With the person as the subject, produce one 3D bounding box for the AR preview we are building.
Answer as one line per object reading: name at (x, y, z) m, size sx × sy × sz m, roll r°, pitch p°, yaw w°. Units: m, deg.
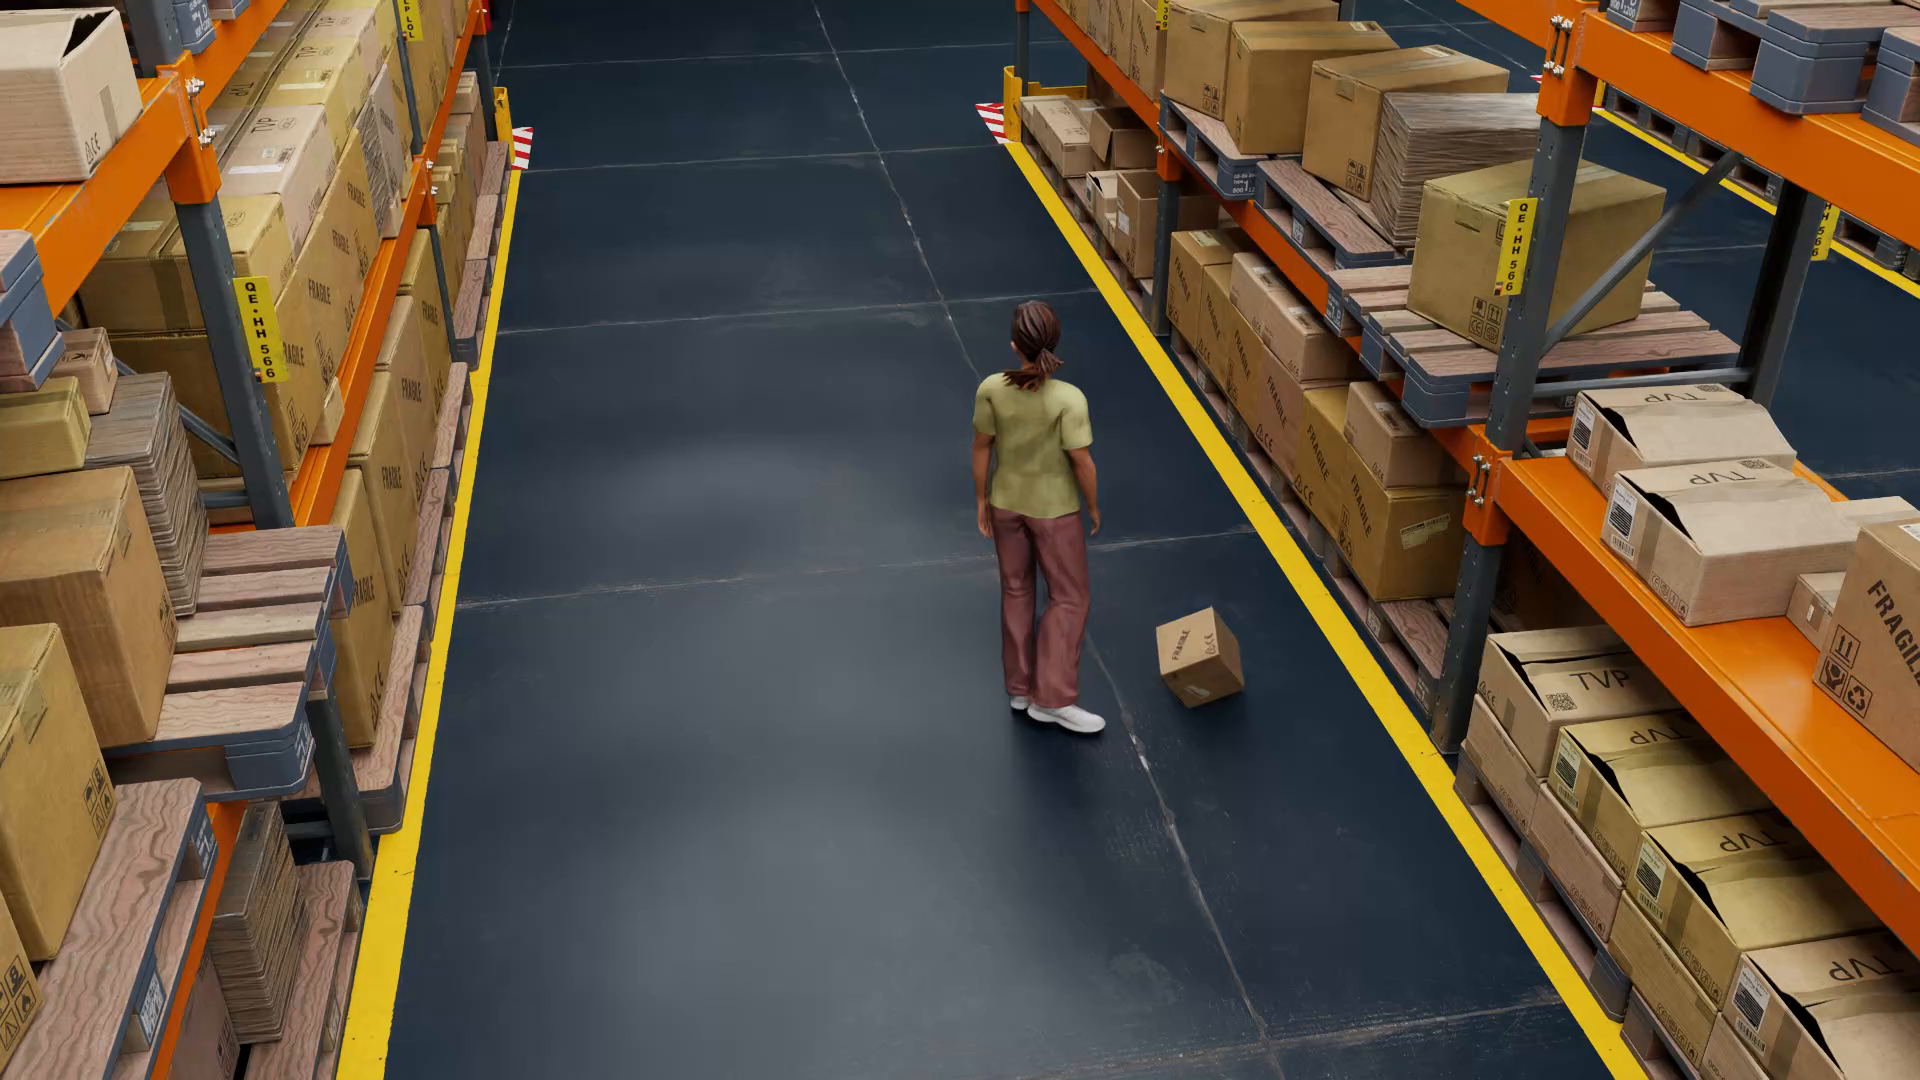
person at (0.327, -0.070, 6.235) m, size 0.614 × 1.650 × 0.389 m, roll 14°, pitch 34°, yaw 23°
